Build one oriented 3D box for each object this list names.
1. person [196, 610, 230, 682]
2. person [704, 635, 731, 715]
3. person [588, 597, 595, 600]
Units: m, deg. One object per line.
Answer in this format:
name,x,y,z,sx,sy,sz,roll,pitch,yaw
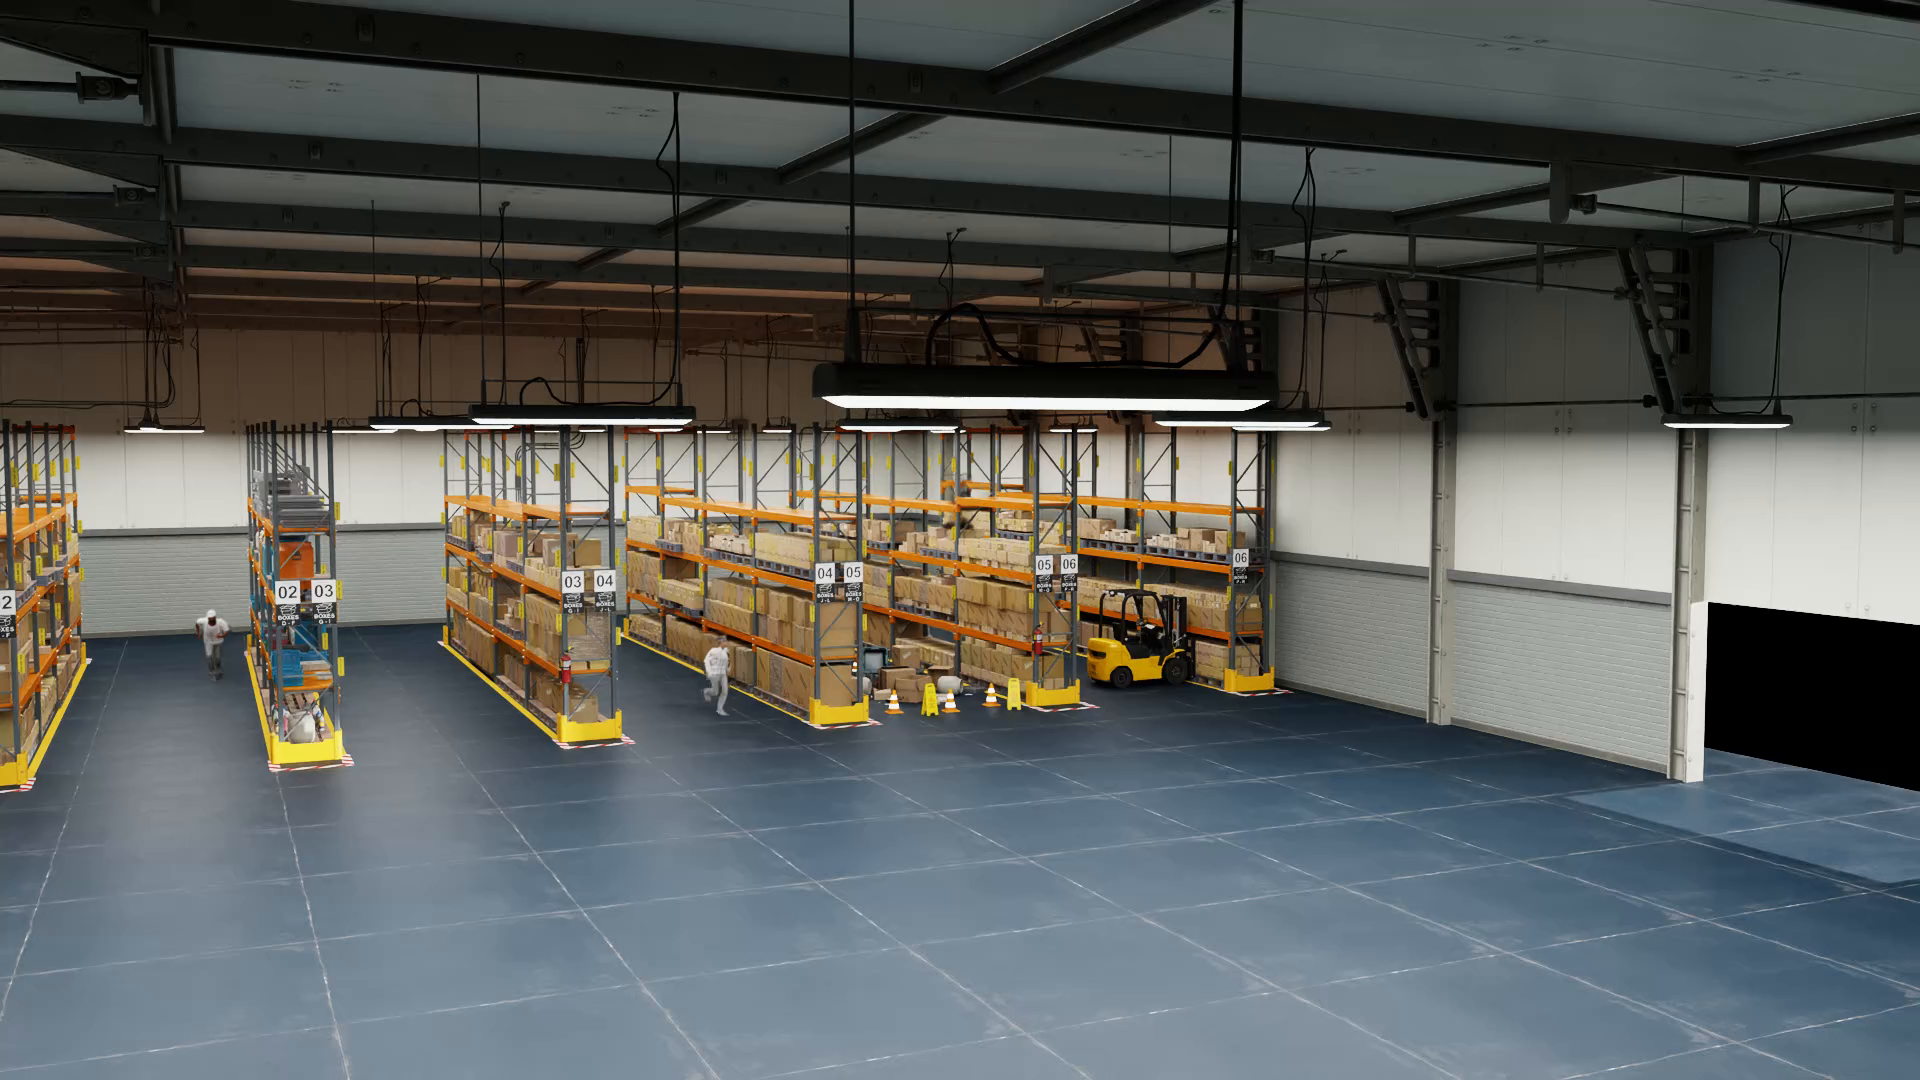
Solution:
person,-17.572,2.471,39.154,0.747,1.715,1.043,-1,4,-17
person,-5.030,2.778,34.382,0.636,1.668,0.751,-3,5,-43
person,-10.710,1.807,48.550,0.633,1.747,0.592,0,4,4
